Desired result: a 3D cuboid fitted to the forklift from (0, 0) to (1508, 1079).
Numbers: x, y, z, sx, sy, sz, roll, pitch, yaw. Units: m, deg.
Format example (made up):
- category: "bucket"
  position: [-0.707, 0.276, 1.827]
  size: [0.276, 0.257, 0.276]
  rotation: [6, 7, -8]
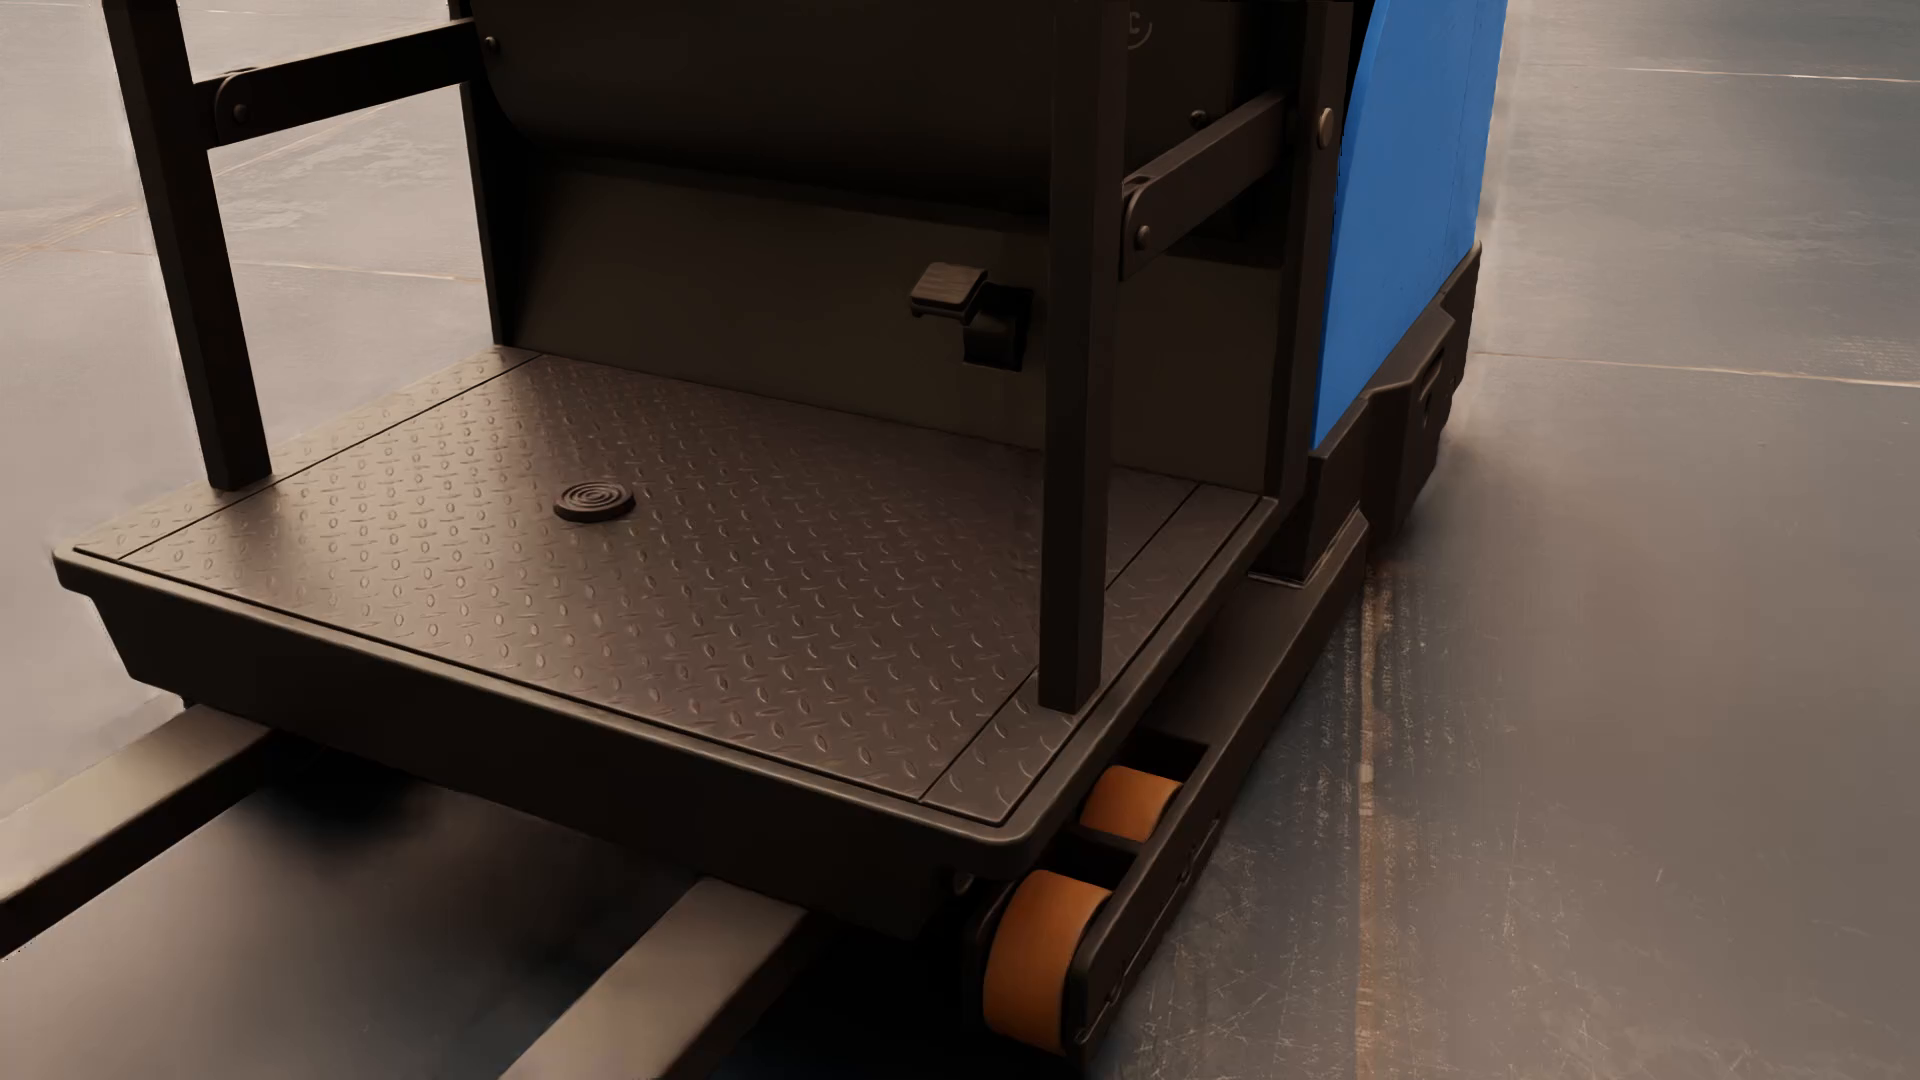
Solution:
- category: "forklift"
  position: [-0.230, -1.059, 1.344]
  size: [1.130, 2.935, 3.031]
  rotation: [13, 29, 24]
